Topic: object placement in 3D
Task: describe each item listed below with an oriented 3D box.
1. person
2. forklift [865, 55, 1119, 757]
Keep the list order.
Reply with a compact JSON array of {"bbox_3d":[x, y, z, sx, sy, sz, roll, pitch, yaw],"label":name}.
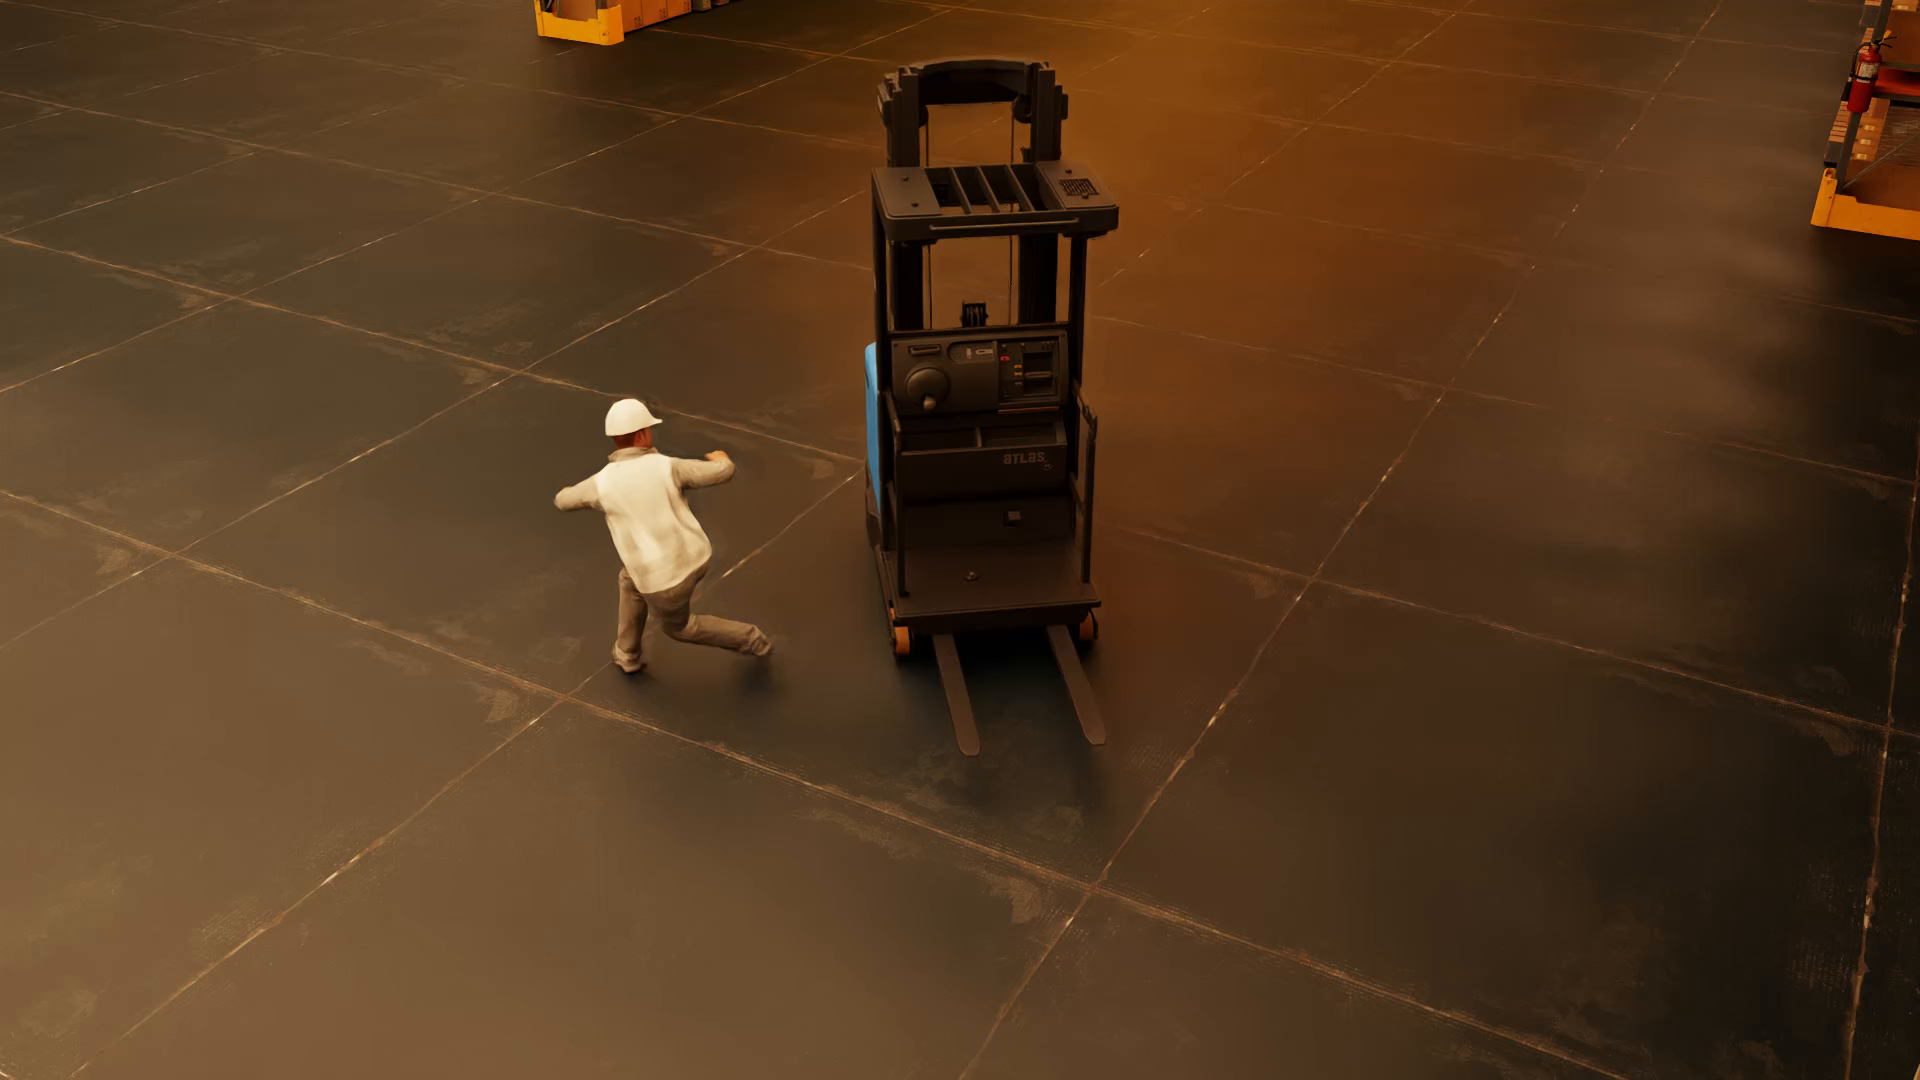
[{"bbox_3d":[-1.539,-0.044,8.571,1.100,1.551,0.867,21,36,31],"label":"person"},{"bbox_3d":[0.141,-0.834,8.516,1.130,2.935,3.031,-4,30,-7],"label":"forklift"}]
